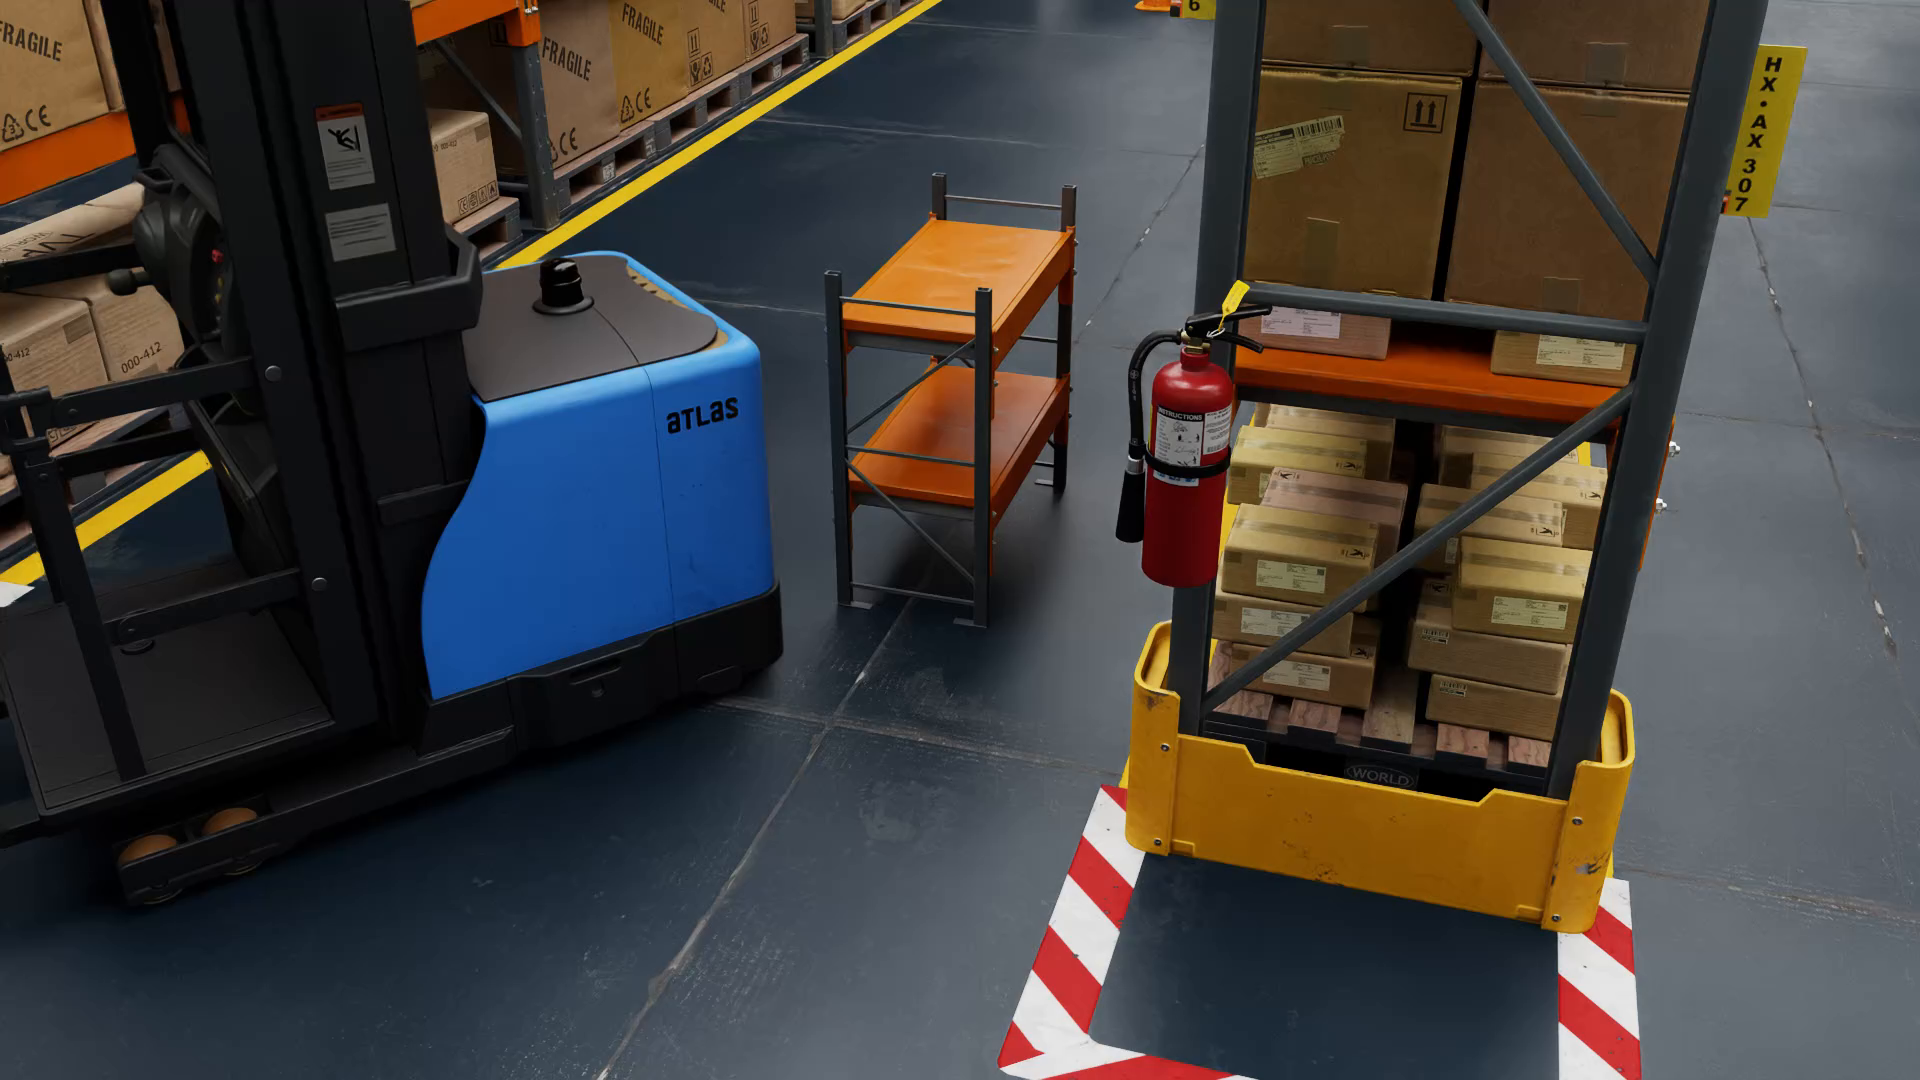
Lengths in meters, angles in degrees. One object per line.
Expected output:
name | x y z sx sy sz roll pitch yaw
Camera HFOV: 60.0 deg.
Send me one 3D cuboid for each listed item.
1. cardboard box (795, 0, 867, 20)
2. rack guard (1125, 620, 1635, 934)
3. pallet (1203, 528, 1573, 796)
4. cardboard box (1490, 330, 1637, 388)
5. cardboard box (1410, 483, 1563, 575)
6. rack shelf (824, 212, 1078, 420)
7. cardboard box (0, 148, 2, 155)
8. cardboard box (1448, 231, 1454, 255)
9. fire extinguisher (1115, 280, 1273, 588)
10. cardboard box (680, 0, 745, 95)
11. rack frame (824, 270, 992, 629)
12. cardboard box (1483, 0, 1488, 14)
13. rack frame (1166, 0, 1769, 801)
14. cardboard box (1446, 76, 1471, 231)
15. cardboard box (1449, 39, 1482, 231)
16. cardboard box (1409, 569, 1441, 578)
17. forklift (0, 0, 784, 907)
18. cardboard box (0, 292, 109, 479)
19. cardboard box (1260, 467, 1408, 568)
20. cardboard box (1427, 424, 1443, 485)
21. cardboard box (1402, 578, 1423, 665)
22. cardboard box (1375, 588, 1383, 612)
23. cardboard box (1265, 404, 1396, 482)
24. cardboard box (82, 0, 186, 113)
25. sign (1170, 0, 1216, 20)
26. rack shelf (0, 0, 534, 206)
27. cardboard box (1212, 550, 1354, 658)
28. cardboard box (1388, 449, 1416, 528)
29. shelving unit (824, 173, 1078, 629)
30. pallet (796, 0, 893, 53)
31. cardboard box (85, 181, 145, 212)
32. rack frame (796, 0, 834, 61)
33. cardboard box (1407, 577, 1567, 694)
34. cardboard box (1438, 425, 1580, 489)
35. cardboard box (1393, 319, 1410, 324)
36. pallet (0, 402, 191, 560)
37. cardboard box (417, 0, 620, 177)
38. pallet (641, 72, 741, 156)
cardboard box | -1.235 -4.149 12.393 0.950 0.372 0.625 6 30 11
rack guard | 1.025 0.582 4.190 1.175 0.500 0.348 8 30 15
pallet | 1.297 0.336 4.929 1.003 0.211 1.213 8 30 15
cardboard box | 1.411 -0.469 3.766 0.380 0.149 0.250 8 30 14
cardboard box | 1.447 -0.013 4.576 0.380 0.149 0.250 9 30 16
rack shelf | -0.002 -0.744 5.329 0.538 0.278 1.000 8 30 15
cardboard box | -3.344 -1.360 5.007 0.500 0.500 0.500 8 30 14
cardboard box | 1.522 -0.851 4.452 0.380 0.149 0.250 10 31 17
fire extinguisher | 0.488 -0.227 3.536 0.296 0.674 0.183 8 30 15
cardboard box | -1.959 -3.384 10.502 0.875 0.875 0.875 9 30 15
rack frame | -0.151 -0.252 5.046 0.500 1.125 0.032 8 30 15
cardboard box | 1.530 -1.492 3.909 0.500 0.500 0.500 9 30 16
rack frame | 1.003 -0.475 3.518 1.000 3.000 0.127 8 30 15
cardboard box | 1.045 -1.133 4.292 0.500 0.500 0.500 8 30 14
cardboard box | 1.531 -1.070 4.180 0.500 0.500 0.500 9 30 15
cardboard box | 1.524 0.005 4.850 0.380 0.149 0.250 9 30 16
forklift | -2.040 -0.672 3.943 3.031 2.935 1.130 -18 34 -29
cardboard box | -3.661 -0.519 5.801 0.875 0.438 0.875 7 30 13
cardboard box | 1.045 -0.063 4.667 0.380 0.149 0.250 9 30 16
cardboard box | 1.690 -0.236 5.283 0.380 0.149 0.250 7 30 12
cardboard box | 1.461 0.256 4.705 0.380 0.149 0.250 8 30 15
cardboard box | 1.096 0.068 5.042 0.380 0.149 0.250 8 30 15
cardboard box | 1.136 -0.313 5.116 0.380 0.149 0.250 7 30 13
cardboard box | -3.055 -1.833 5.857 0.500 0.500 0.500 8 30 15
sign | 0.478 -1.208 3.319 0.100 0.325 0.005 8 30 15
rack shelf | -3.172 -1.750 6.549 1.077 0.370 4.000 8 30 15
cardboard box | 0.885 0.171 4.551 0.380 0.149 0.250 8 30 14
cardboard box | 1.213 -0.181 5.184 0.380 0.149 0.250 8 30 14
shelving unit | -0.002 -0.488 5.471 0.538 1.125 1.048 8 30 15
pallet | -1.180 -3.997 12.717 1.003 0.211 1.213 8 30 15
cardboard box | -3.134 -1.365 7.321 0.875 0.438 0.875 8 30 13
rack frame | -1.411 -4.852 11.387 1.000 3.000 0.127 8 30 15
cardboard box | 1.402 0.250 4.409 0.380 0.149 0.250 10 31 17
cardboard box | 1.637 -0.239 4.983 0.380 0.149 0.250 7 30 12
cardboard box | 0.937 -0.667 4.122 0.380 0.149 0.250 8 30 15
pallet | -3.599 -0.299 6.070 1.003 0.211 1.213 8 30 15
cardboard box | -2.479 -2.548 8.998 0.875 0.875 0.875 9 30 16
pallet | -2.074 -2.713 10.410 1.003 0.211 1.213 8 30 15
